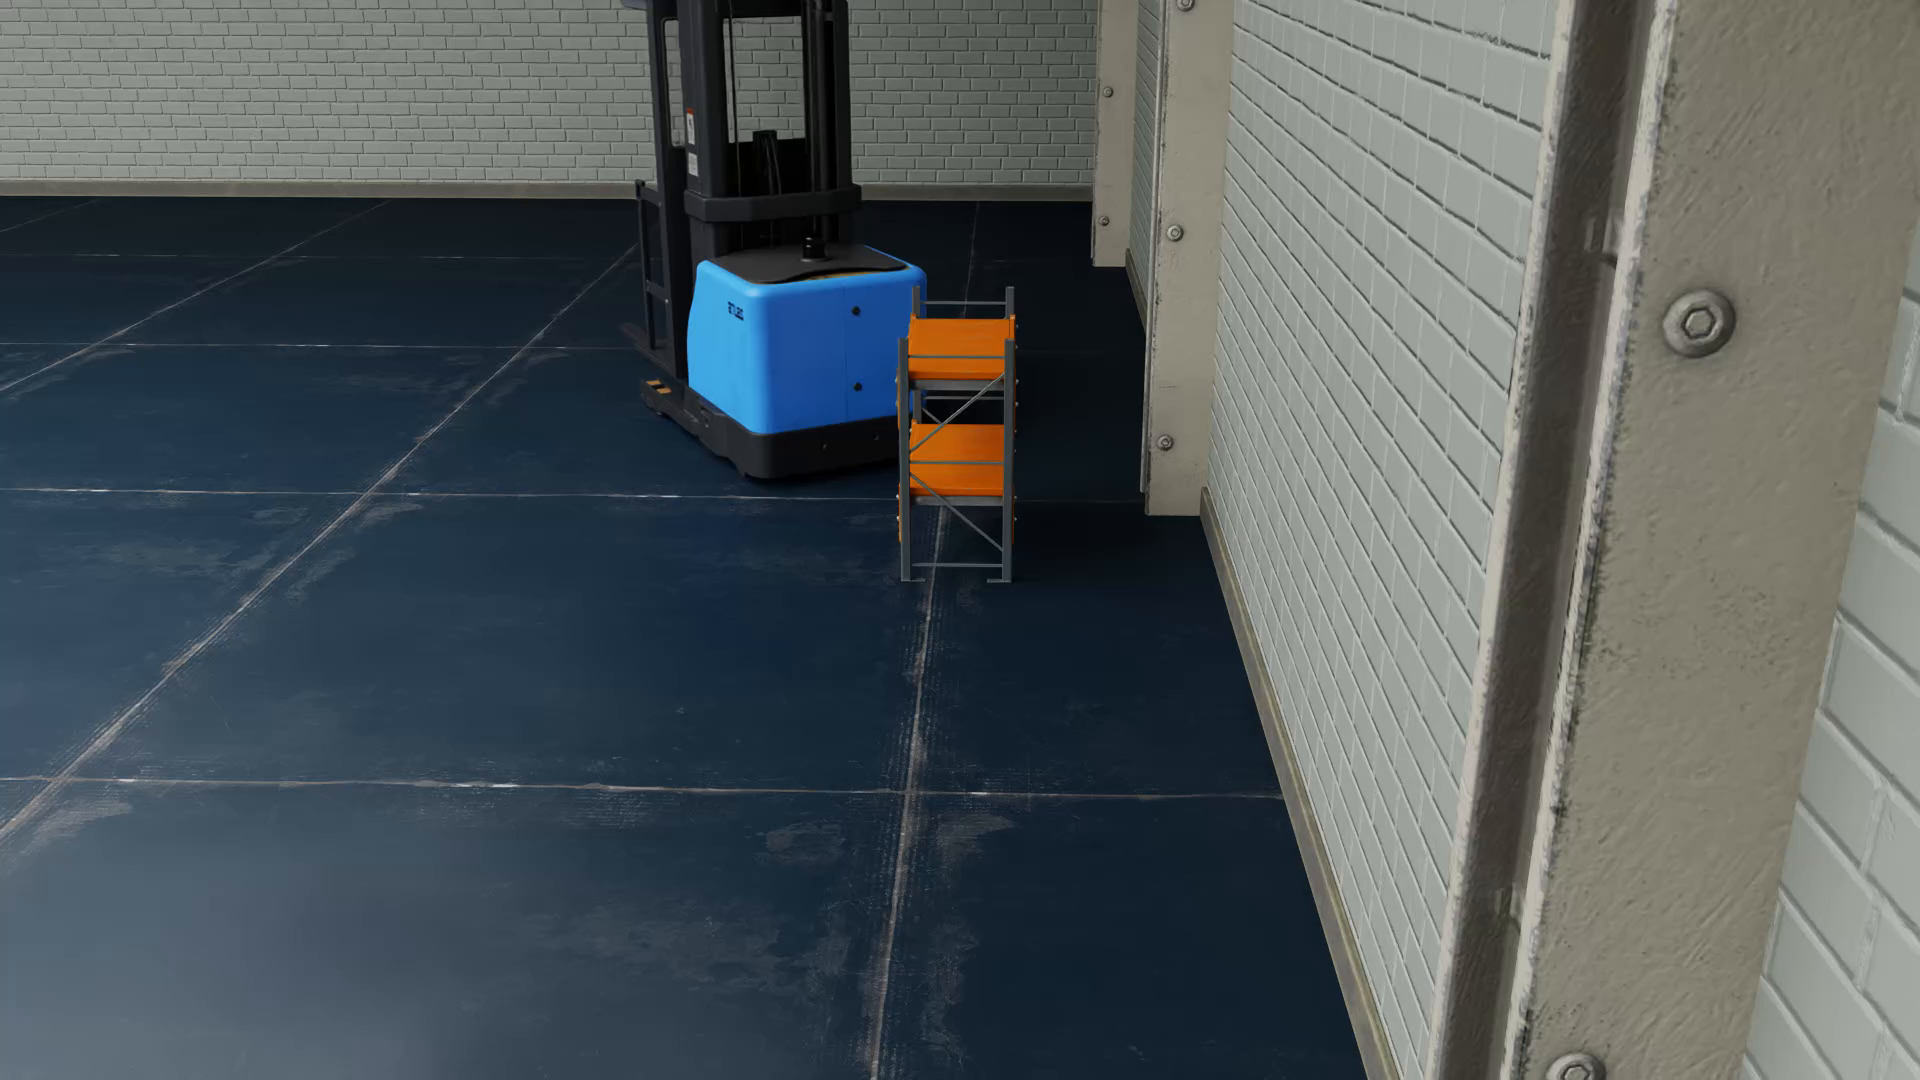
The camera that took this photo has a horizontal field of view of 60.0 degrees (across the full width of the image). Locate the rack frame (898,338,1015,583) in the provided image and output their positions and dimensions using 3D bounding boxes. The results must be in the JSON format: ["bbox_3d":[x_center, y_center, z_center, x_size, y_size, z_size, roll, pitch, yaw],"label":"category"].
[{"bbox_3d":[-0.016,-0.338,7.345,0.500,1.125,0.032,1,21,2],"label":"rack frame"}]

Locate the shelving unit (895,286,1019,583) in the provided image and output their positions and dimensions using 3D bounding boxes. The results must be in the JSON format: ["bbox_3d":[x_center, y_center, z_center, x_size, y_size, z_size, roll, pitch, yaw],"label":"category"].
[{"bbox_3d":[0.000,-0.522,7.819,0.538,1.125,1.048,1,21,2],"label":"shelving unit"}]

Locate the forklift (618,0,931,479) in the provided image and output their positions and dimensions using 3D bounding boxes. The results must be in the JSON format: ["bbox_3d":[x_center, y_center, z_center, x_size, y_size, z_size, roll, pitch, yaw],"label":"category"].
[{"bbox_3d":[-1.291,-2.177,9.588,1.130,2.935,3.031,-11,24,-26],"label":"forklift"}]

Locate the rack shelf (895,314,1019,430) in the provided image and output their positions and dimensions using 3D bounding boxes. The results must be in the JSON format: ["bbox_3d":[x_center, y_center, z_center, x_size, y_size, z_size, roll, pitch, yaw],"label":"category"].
[{"bbox_3d":[0.000,-0.795,7.713,0.538,0.278,1.000,1,21,2],"label":"rack shelf"}]

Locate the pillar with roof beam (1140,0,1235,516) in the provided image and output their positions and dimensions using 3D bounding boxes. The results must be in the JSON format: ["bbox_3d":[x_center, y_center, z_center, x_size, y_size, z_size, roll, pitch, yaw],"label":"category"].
[{"bbox_3d":[-3.211,-4.438,7.028,9.100,9.000,0.400,1,21,2],"label":"pillar with roof beam"}]

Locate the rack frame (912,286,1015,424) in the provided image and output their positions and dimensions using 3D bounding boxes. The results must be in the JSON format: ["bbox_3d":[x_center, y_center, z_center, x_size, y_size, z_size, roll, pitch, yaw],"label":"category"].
[{"bbox_3d":[0.015,-0.706,8.293,0.500,1.125,0.032,1,21,2],"label":"rack frame"}]

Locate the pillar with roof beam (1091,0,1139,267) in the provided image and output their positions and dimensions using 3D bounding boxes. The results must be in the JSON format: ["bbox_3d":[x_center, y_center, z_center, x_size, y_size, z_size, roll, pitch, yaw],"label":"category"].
[{"bbox_3d":[-3.028,-6.608,12.619,9.100,9.000,0.400,1,21,2],"label":"pillar with roof beam"}]

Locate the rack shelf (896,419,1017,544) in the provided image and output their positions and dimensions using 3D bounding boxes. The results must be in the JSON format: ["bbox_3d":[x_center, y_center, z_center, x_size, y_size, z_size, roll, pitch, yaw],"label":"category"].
[{"bbox_3d":[0.000,-0.294,7.908,0.538,0.278,1.000,1,21,2],"label":"rack shelf"}]
